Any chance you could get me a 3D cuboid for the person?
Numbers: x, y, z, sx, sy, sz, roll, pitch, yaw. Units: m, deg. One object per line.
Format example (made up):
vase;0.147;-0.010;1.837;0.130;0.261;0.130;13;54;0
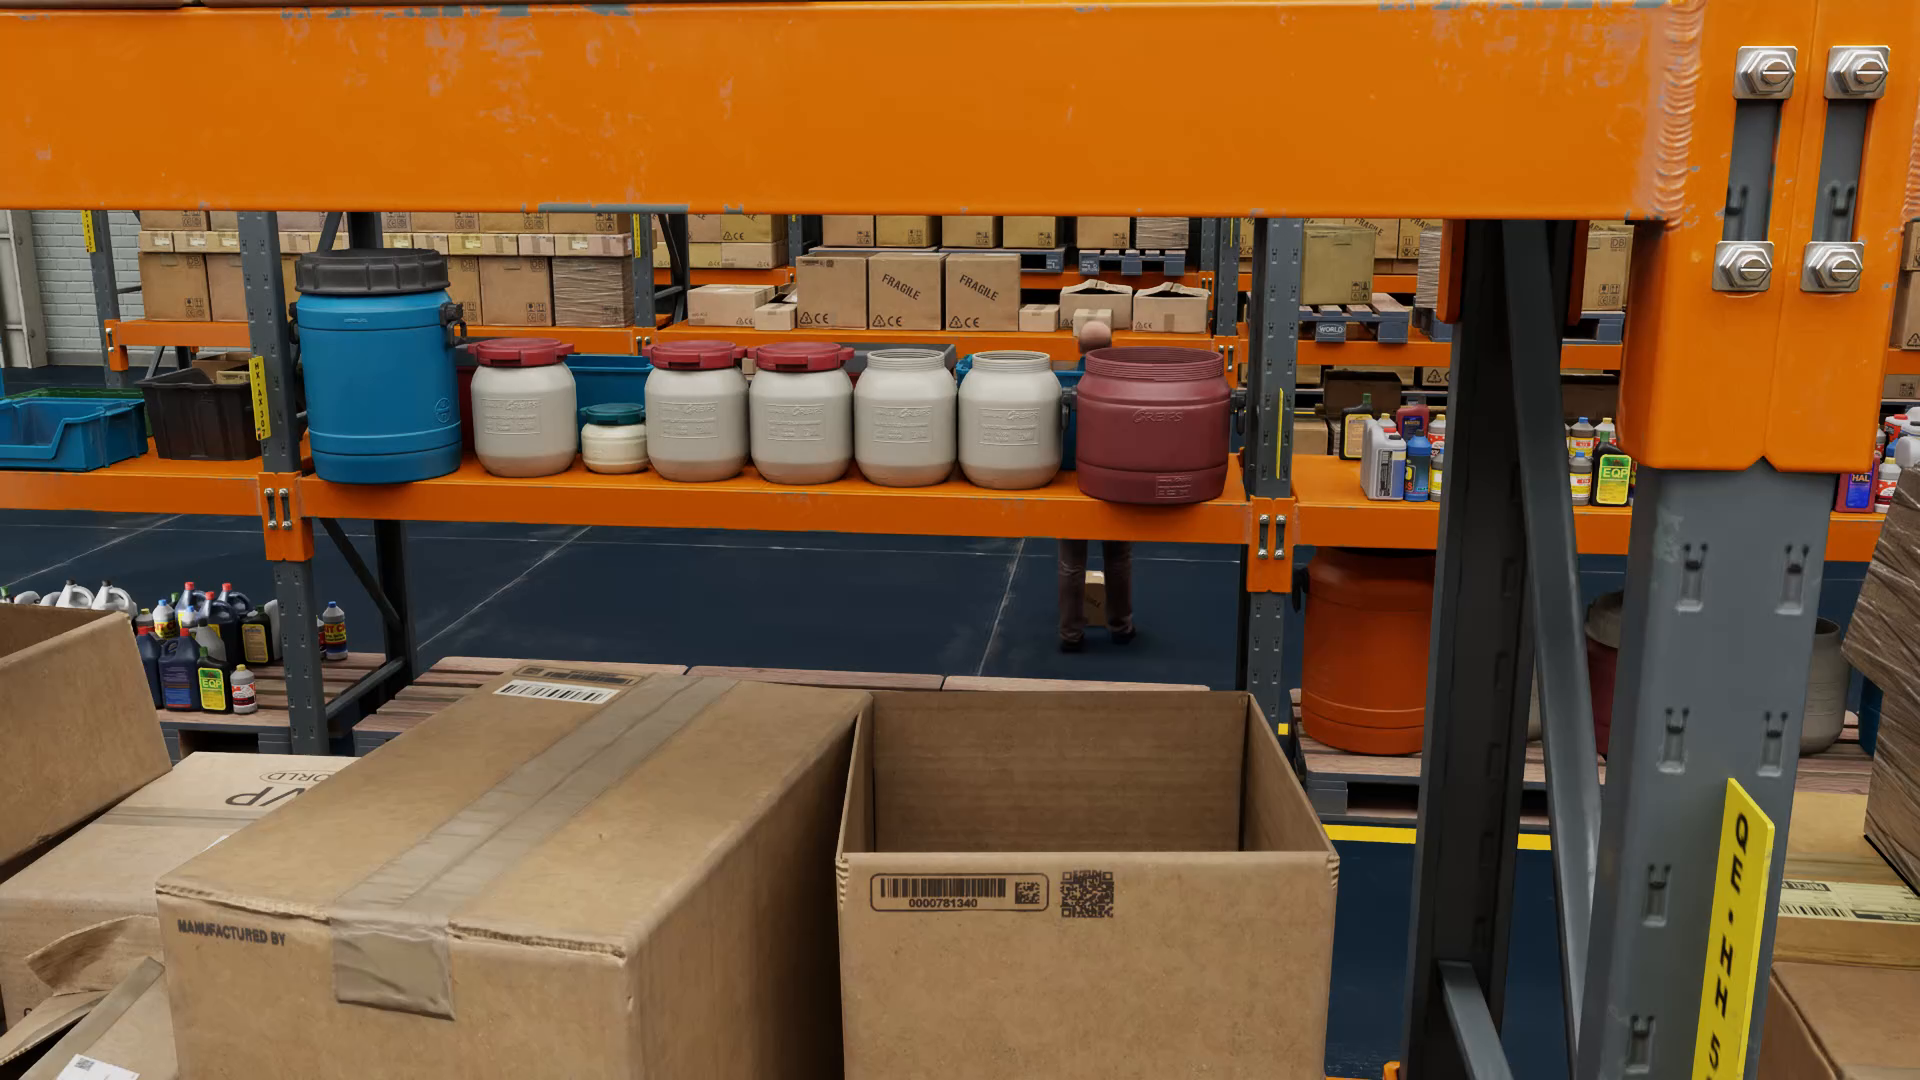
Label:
person;0.698;-0.293;8.727;0.542;1.726;0.480;2;14;7
